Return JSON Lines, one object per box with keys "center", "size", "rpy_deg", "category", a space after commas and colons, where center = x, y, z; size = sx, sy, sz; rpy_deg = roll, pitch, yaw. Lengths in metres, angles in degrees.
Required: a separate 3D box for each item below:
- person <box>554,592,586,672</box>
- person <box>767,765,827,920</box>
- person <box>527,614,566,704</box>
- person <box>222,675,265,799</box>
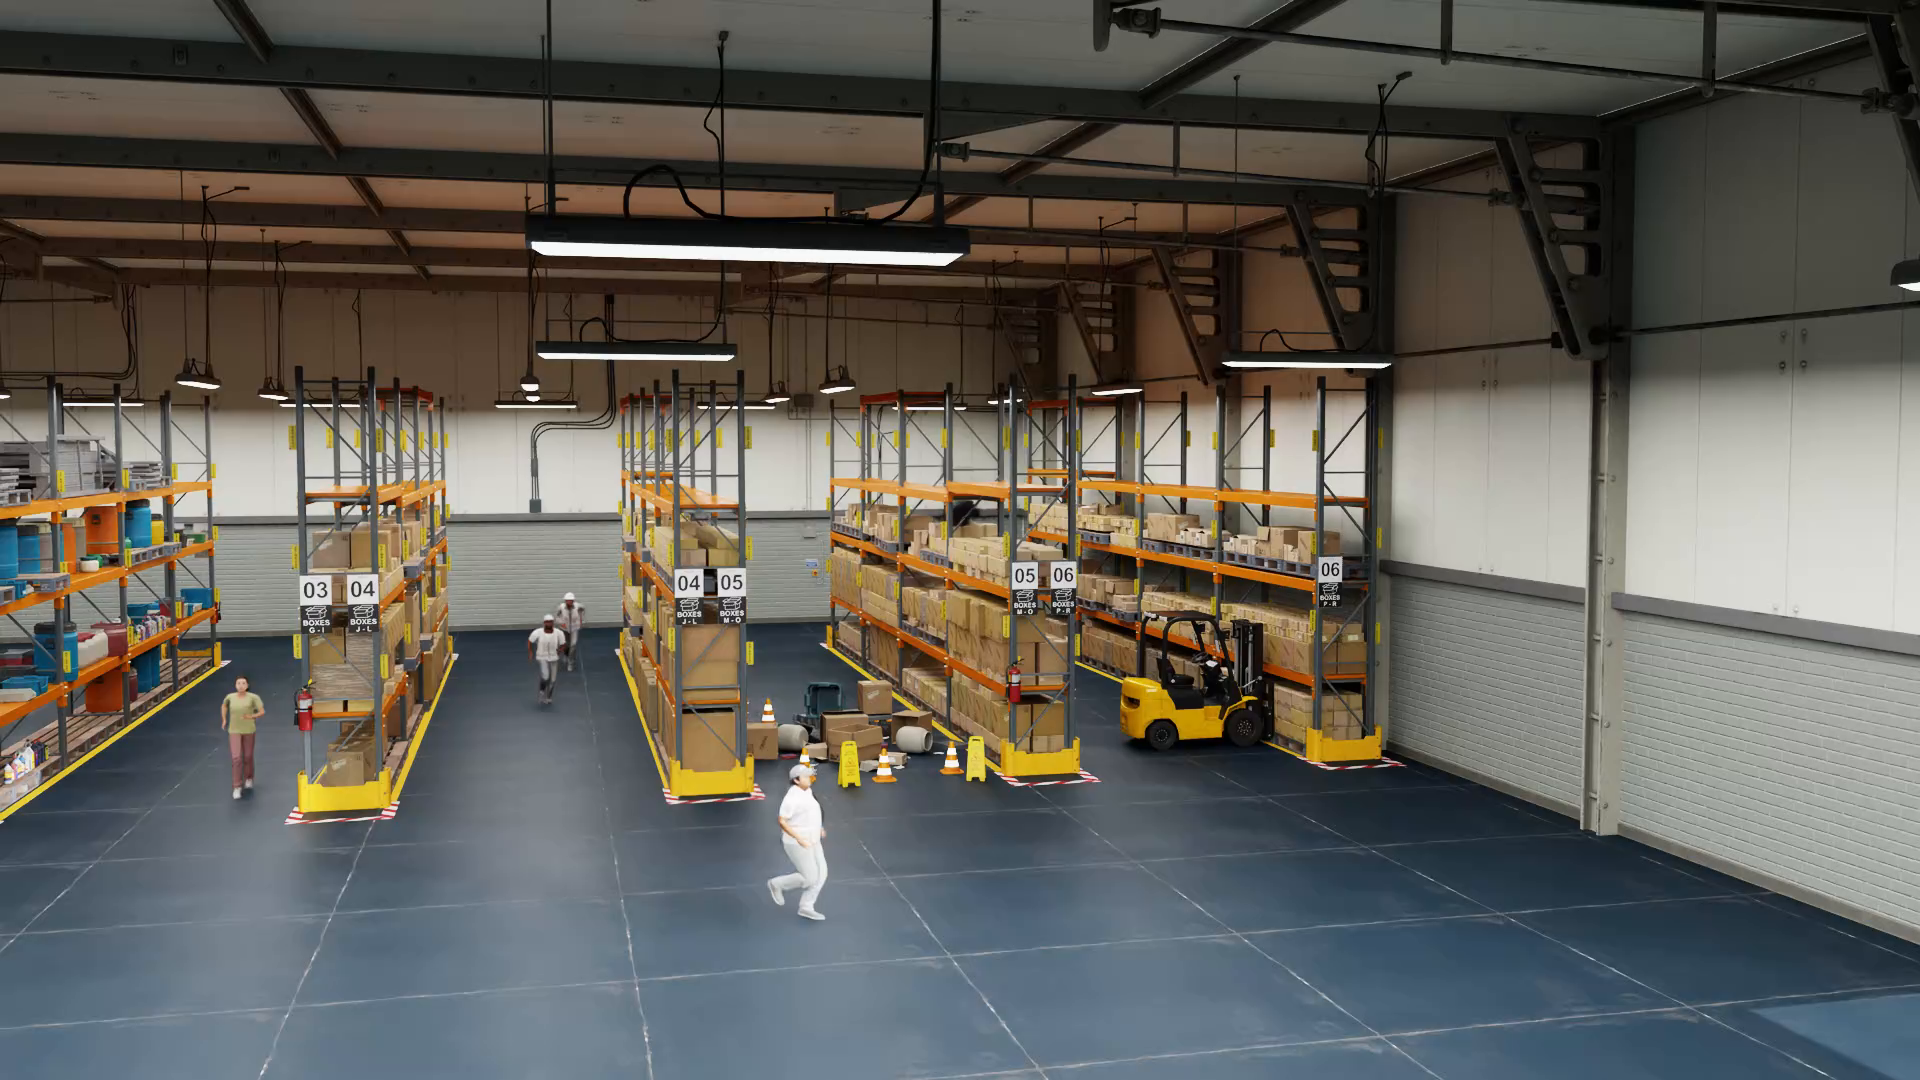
{"center": [-8.589, 1.991, 36.558], "size": [0.693, 1.742, 1.032], "rpy_deg": [-1, 4, -21], "category": "person"}
{"center": [-1.701, 3.163, 17.456], "size": [0.587, 1.630, 0.615], "rpy_deg": [1, 4, 18], "category": "person"}
{"center": [-7.764, 2.254, 31.337], "size": [0.680, 1.716, 0.720], "rpy_deg": [-2, 4, -25], "category": "person"}
{"center": [-10.133, 2.740, 23.514], "size": [0.578, 1.680, 0.882], "rpy_deg": [-1, 4, -20], "category": "person"}
